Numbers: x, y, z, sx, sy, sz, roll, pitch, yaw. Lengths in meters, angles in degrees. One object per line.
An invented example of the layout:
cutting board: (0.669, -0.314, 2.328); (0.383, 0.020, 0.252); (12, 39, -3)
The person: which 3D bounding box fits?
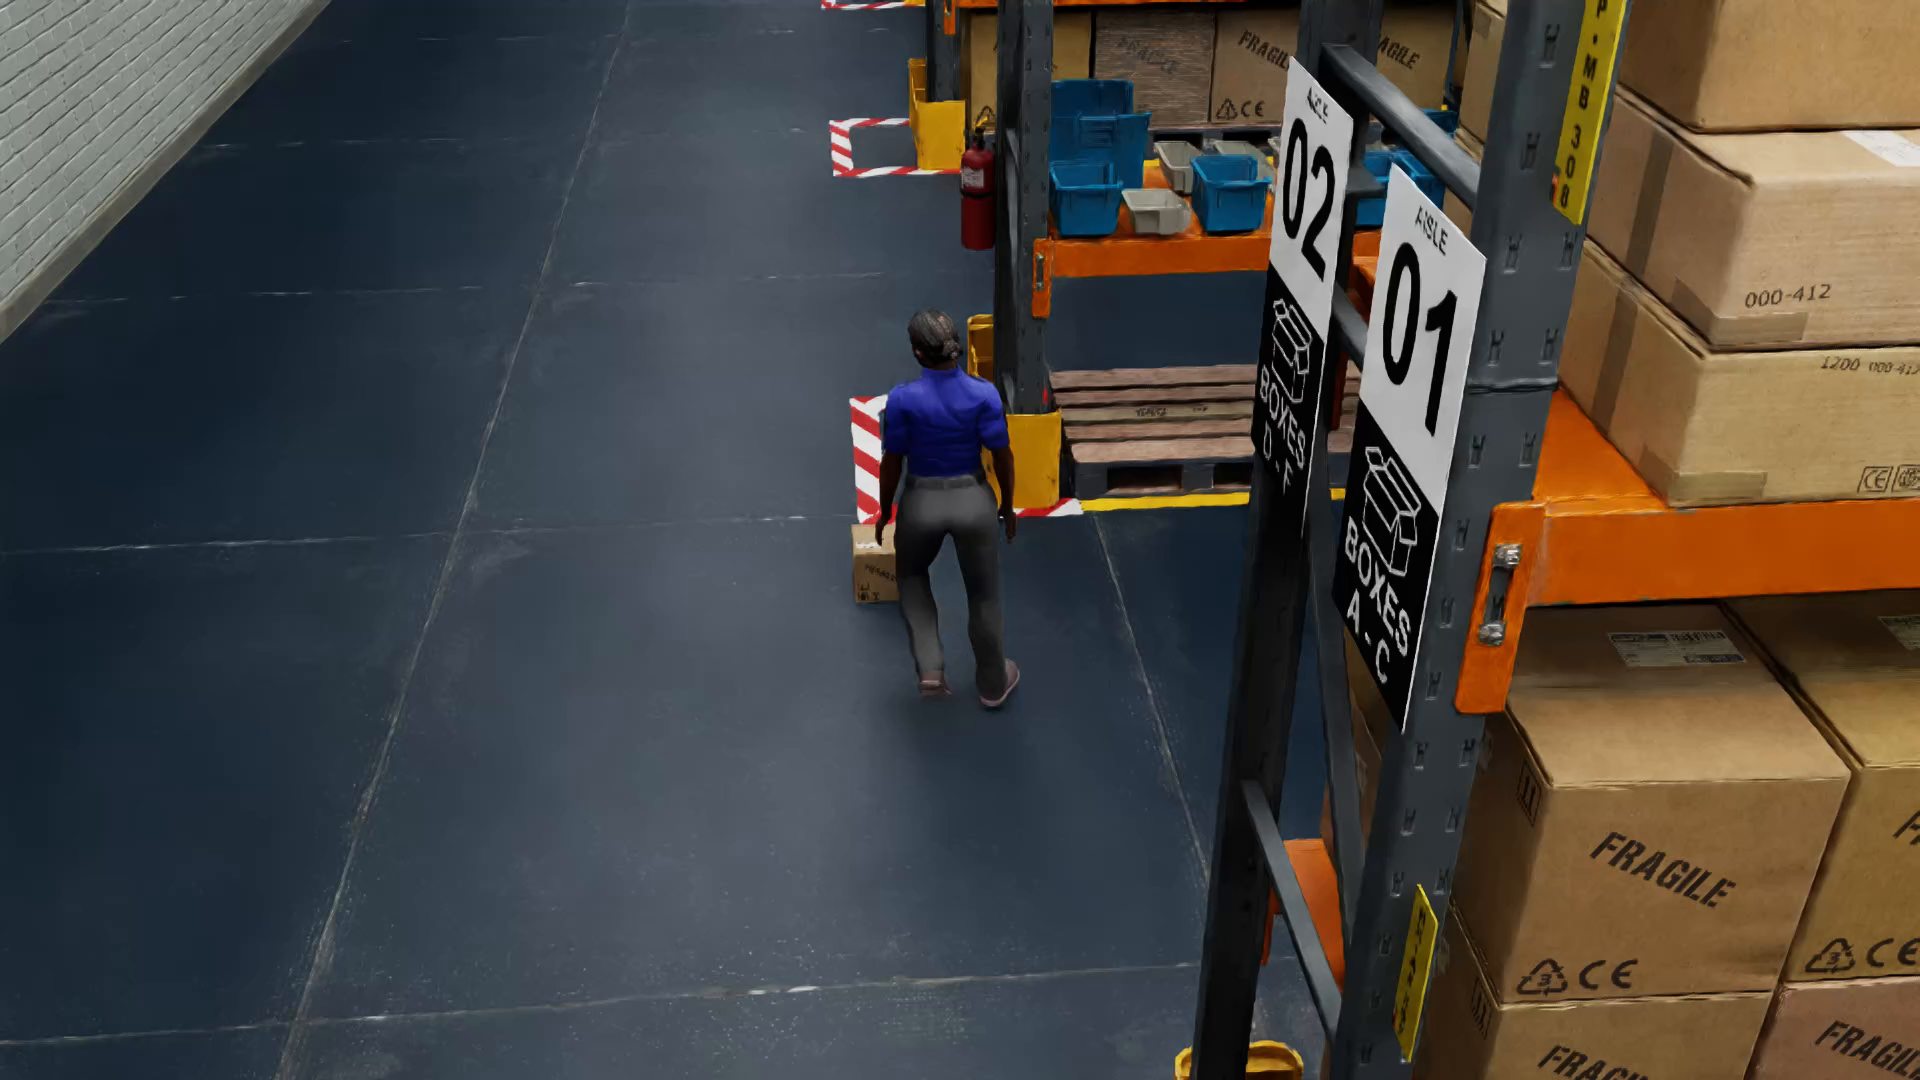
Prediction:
person: (-0.038, -0.079, 6.237); (0.570, 1.645, 0.459); (-1, 31, -2)
